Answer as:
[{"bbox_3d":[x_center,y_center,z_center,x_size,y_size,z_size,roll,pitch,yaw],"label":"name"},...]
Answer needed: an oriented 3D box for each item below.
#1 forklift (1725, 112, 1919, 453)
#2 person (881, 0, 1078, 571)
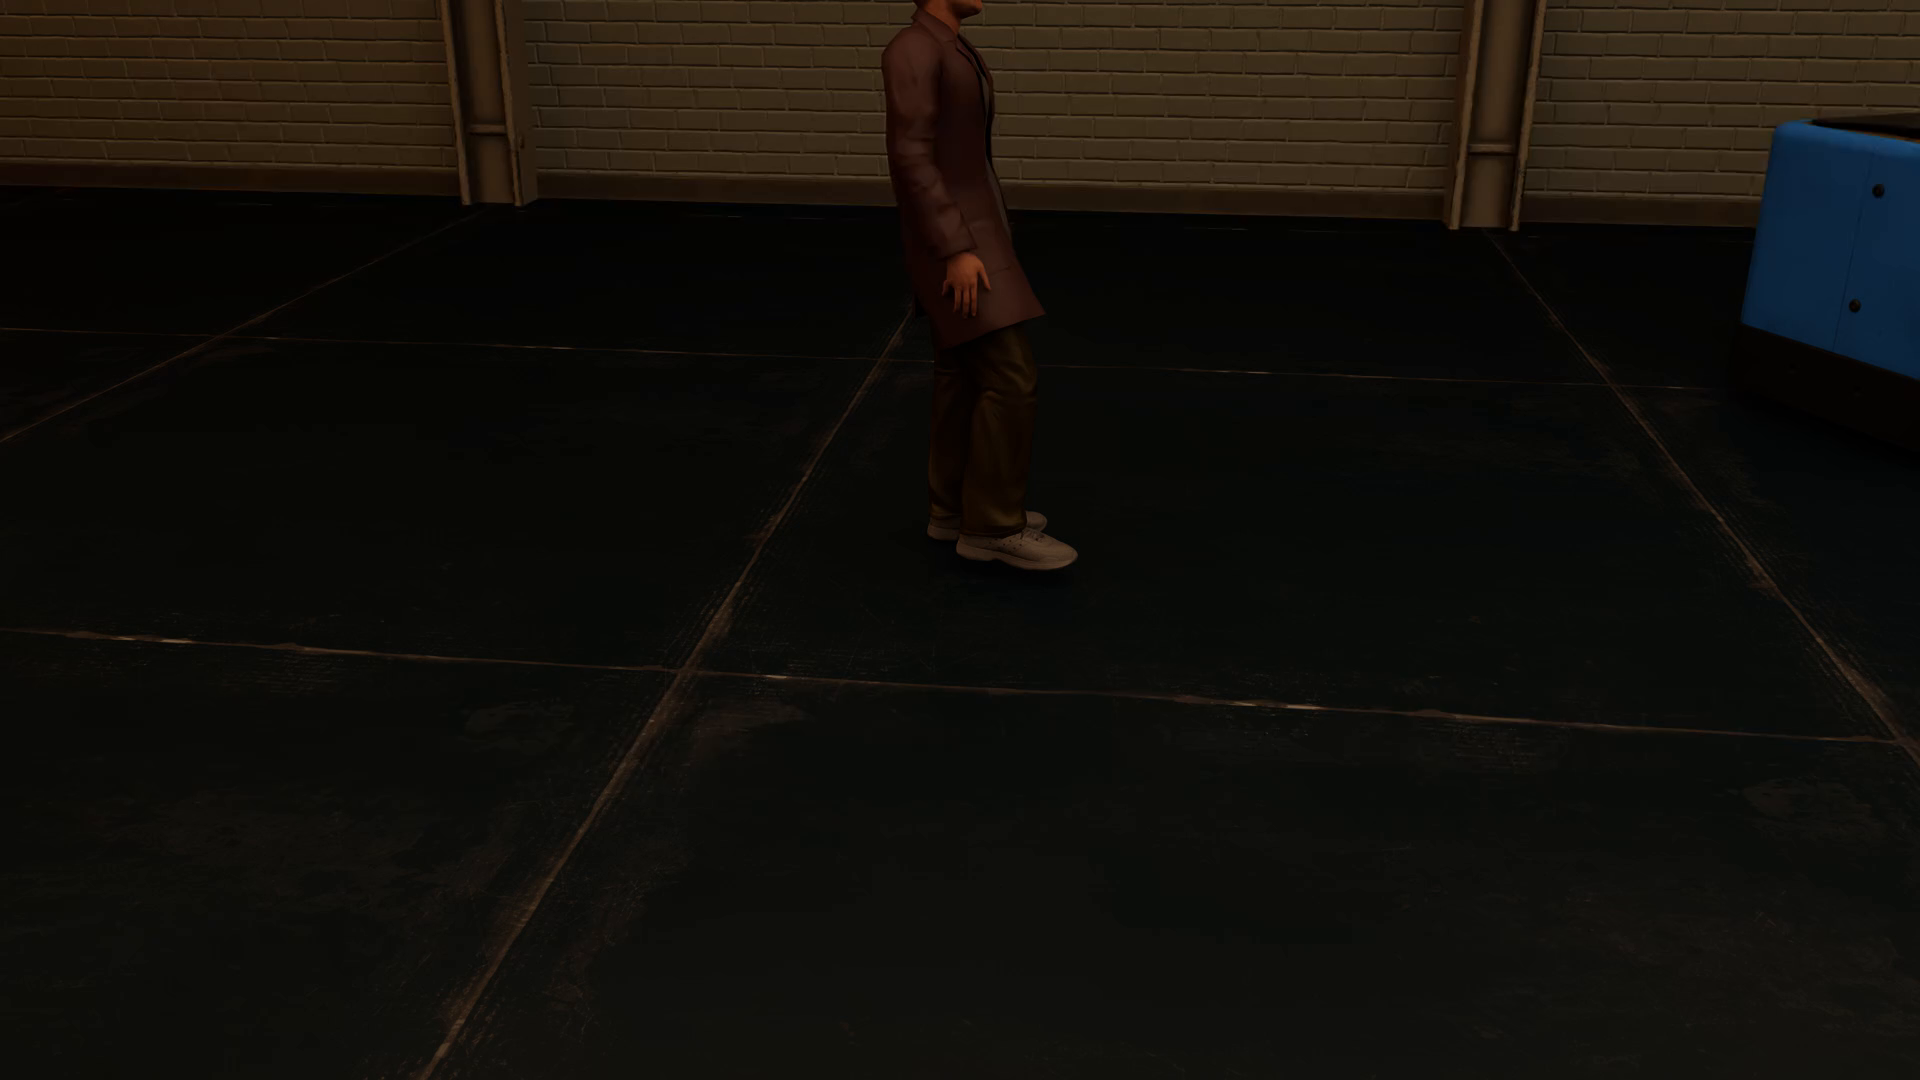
[{"bbox_3d":[4.578,-1.937,6.065,3.031,2.935,1.130,-8,23,-18],"label":"forklift"},{"bbox_3d":[0.091,-0.826,4.828,0.580,1.777,0.698,3,22,7],"label":"person"}]
